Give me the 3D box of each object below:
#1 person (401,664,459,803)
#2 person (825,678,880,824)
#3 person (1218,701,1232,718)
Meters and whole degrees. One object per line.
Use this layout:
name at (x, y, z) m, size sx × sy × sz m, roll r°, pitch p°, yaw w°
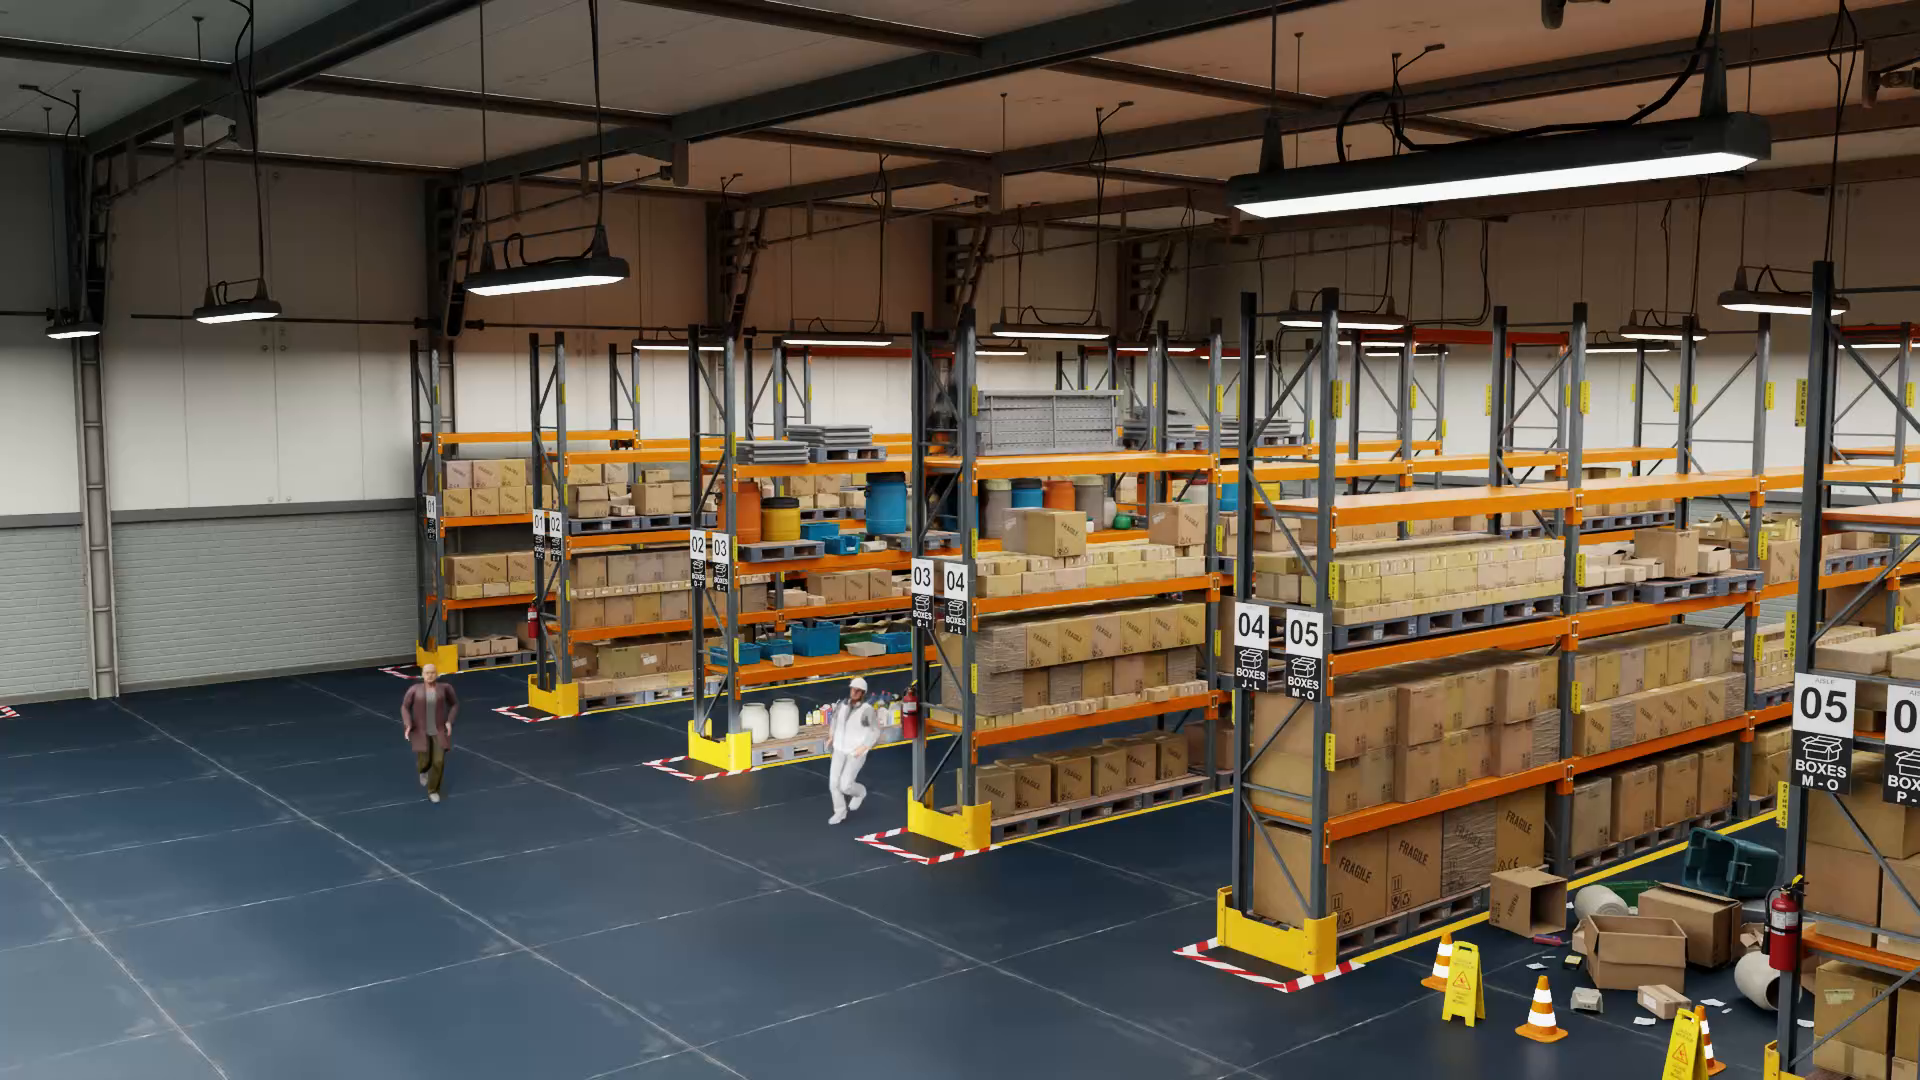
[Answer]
person at (-6.626, 2.387, 20.824) m, size 0.697 × 1.730 × 0.667 m, roll -2°, pitch 6°, yaw -20°
person at (-1.256, 2.488, 19.770) m, size 0.709 × 1.734 × 0.593 m, roll 3°, pitch 6°, yaw 29°
person at (4.032, 1.964, 25.961) m, size 0.586 × 1.667 × 0.753 m, roll 5°, pitch 7°, yaw 44°
